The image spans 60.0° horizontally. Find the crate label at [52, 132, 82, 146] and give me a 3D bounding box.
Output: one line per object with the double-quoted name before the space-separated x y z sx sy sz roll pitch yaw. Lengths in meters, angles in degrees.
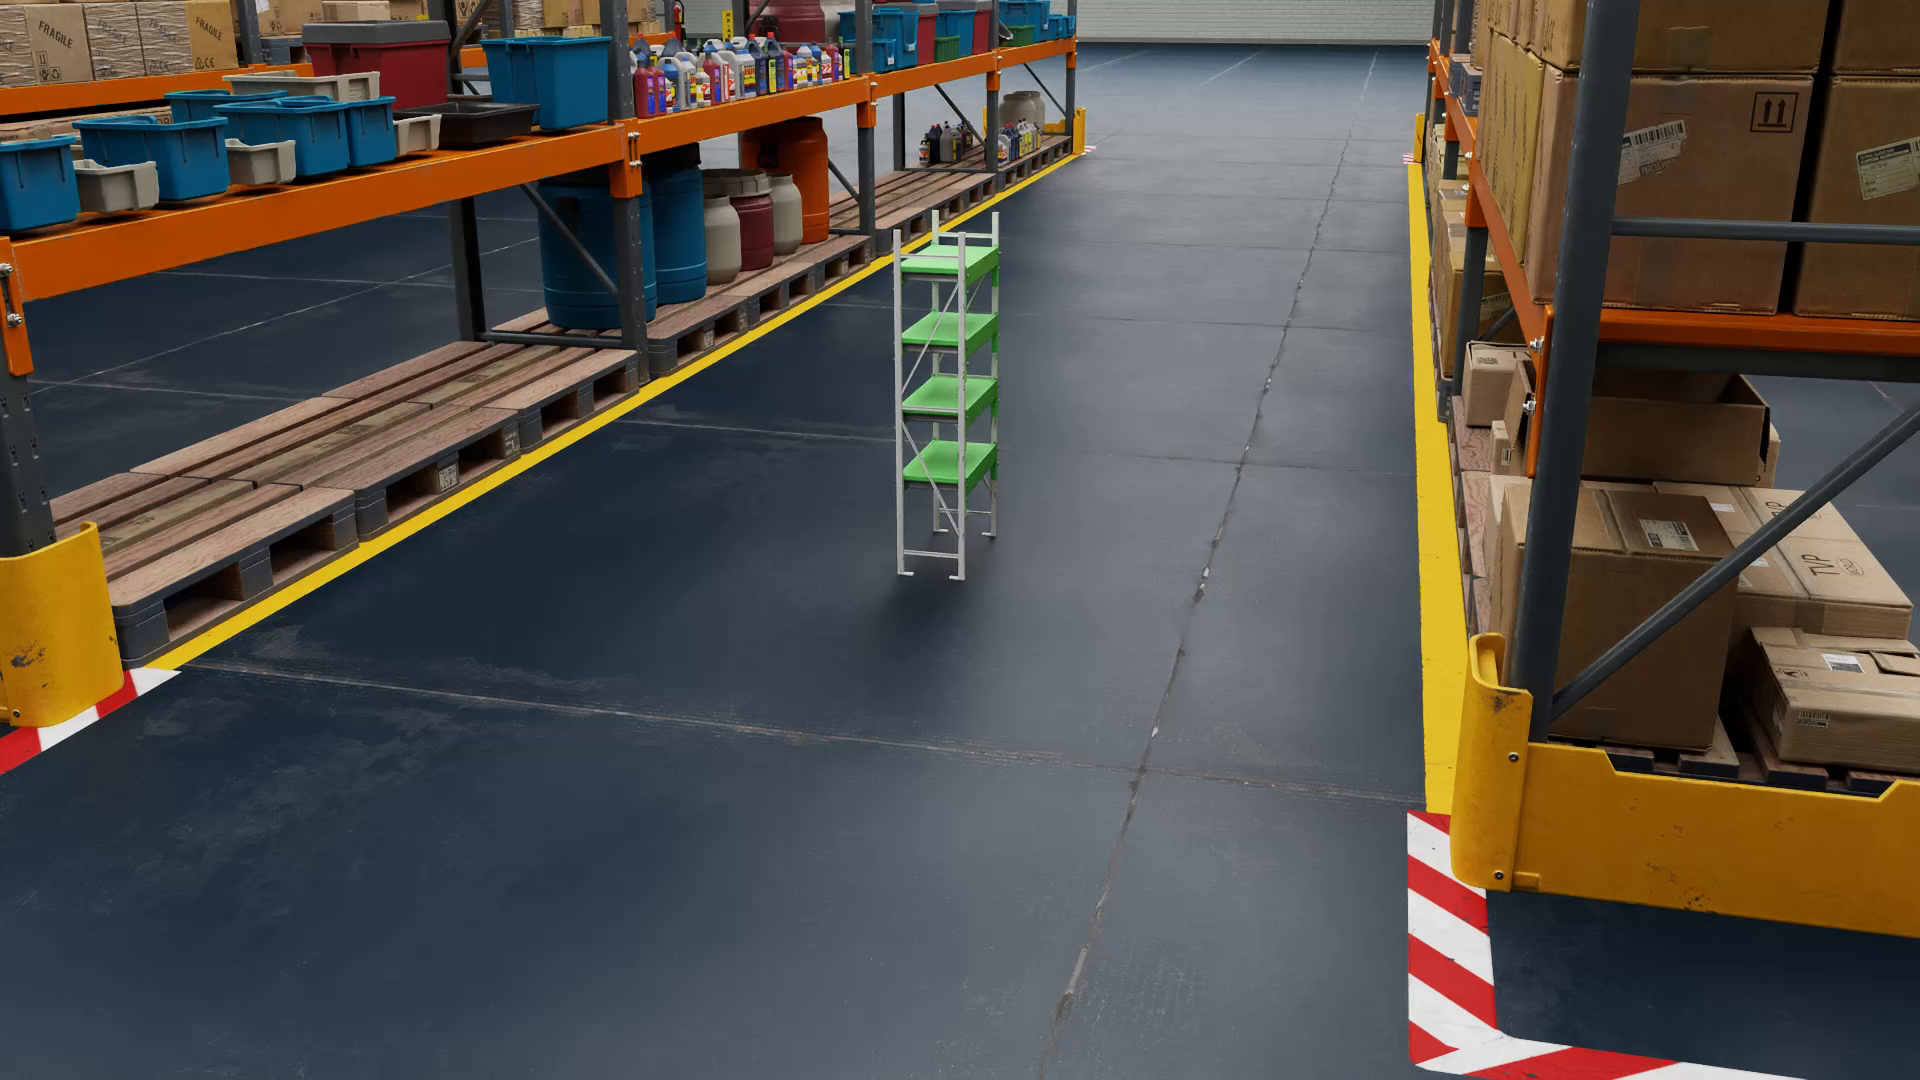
"crate label" -2.918 -1.349 5.812 0.396 0.136 0.243 5 19 13

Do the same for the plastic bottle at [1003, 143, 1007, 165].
"plastic bottle" 0.414 -3.771 16.236 0.097 0.201 0.097 0 19 0

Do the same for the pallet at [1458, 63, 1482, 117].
"pallet" 3.216 -2.411 8.903 1.003 0.211 1.213 5 19 13

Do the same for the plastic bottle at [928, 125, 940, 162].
"plastic bottle" -0.261 -3.937 16.492 0.144 0.351 0.185 4 19 12

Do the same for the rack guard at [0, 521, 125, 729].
"rack guard" -3.064 0.195 4.844 1.175 0.500 0.348 5 19 13

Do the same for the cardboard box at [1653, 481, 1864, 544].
"cardboard box" 2.384 0.027 5.041 0.500 0.250 0.500 5 19 13

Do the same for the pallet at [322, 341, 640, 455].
"pallet" -2.235 -0.697 7.903 1.003 0.211 1.213 5 19 13

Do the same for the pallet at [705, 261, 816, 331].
"pallet" -1.568 -1.553 10.408 1.003 0.211 1.213 5 19 13

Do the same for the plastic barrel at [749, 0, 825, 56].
"plastic barrel" -1.296 -3.738 12.280 0.600 0.536 0.708 5 19 13

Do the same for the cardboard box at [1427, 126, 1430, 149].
"cardboard box" 5.176 -4.209 17.475 0.500 0.250 0.500 5 19 13

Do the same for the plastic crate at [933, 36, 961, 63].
"plastic crate" -0.290 -4.090 13.848 0.450 0.188 0.662 5 19 13

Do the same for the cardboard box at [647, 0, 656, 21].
"cardboard box" -4.125 -6.421 19.730 0.875 0.500 0.500 5 19 13

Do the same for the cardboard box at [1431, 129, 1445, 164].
"cardboard box" 4.194 -3.262 13.834 0.500 0.311 0.500 4 19 13

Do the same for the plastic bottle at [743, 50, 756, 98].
"plastic bottle" -1.249 -2.732 9.745 0.097 0.271 0.097 0 19 0

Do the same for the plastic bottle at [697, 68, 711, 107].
"plastic bottle" -1.419 -2.481 9.119 0.097 0.201 0.097 0 19 0

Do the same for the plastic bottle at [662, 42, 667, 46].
"plastic bottle" -1.862 -2.980 10.453 0.061 0.283 0.133 5 19 13

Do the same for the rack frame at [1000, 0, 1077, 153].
"rack frame" 0.839 -6.012 19.147 1.000 3.000 0.127 5 19 13

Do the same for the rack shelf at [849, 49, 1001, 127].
"rack shelf" -0.627 -3.791 13.758 1.077 0.370 4.000 5 19 13

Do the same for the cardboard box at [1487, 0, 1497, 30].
"cardboard box" 2.196 -2.091 5.968 0.500 0.500 0.500 4 19 12

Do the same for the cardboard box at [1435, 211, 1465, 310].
"cardboard box" 2.926 -1.532 9.218 0.500 0.500 0.500 4 19 12

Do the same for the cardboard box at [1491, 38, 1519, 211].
"cardboard box" 1.951 -1.290 5.170 0.500 0.500 0.500 4 19 13

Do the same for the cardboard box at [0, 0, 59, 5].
"cardboard box" -6.432 -3.775 10.892 0.797 0.503 0.637 5 20 15

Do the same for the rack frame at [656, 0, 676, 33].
"rack frame" -3.964 -6.403 20.293 1.000 3.000 0.127 5 19 13

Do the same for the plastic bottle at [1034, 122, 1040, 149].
"plastic bottle" 0.804 -4.286 17.617 0.061 0.283 0.133 5 20 15

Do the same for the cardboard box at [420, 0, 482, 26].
"cardboard box" -5.271 -5.394 15.761 1.000 1.000 1.000 5 19 14

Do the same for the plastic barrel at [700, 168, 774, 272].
"plastic barrel" -1.495 -2.053 10.639 0.600 0.588 0.708 5 19 13

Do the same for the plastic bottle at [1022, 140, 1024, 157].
"plastic bottle" 0.599 -4.008 16.930 0.097 0.201 0.097 0 19 0

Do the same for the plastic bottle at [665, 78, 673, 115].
"plastic bottle" -1.547 -2.317 8.638 0.097 0.201 0.097 0 19 0

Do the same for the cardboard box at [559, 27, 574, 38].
"cardboard box" -4.336 -5.386 17.704 0.380 0.149 0.250 5 19 13

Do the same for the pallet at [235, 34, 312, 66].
"pallet" -5.848 -4.036 13.661 1.213 0.211 1.003 5 19 13

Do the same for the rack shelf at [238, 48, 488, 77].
"rack shelf" -5.430 -4.182 14.903 1.077 0.370 4.000 5 19 13

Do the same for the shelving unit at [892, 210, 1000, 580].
"shelving unit" -0.040 -0.516 5.842 0.258 1.200 0.503 5 19 13

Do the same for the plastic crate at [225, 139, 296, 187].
"plastic crate" -2.367 -1.258 5.546 0.250 0.136 0.298 5 19 13

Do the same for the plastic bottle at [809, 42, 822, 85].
"plastic bottle" -0.951 -3.115 10.865 0.097 0.271 0.097 0 19 0

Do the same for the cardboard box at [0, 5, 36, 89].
"cardboard box" -6.297 -3.128 10.550 0.500 0.500 0.500 4 19 12

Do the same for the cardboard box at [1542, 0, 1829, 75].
"cardboard box" 1.574 -1.286 3.611 0.500 0.500 0.500 4 19 13

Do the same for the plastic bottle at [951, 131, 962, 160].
"plastic bottle" -0.064 -3.958 16.669 0.152 0.276 0.135 5 19 13

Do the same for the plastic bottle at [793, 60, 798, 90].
"plastic bottle" -1.070 -2.929 10.430 0.097 0.201 0.097 0 19 0

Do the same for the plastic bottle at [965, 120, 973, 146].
"plastic bottle" 0.094 -4.385 17.926 0.097 0.271 0.097 0 19 0

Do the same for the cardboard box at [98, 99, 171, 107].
"cardboard box" -6.108 -2.874 12.599 1.225 0.875 0.875 4 19 11

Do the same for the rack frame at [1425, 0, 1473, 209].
"rack frame" 4.664 -4.366 14.328 1.000 3.000 0.127 5 19 13

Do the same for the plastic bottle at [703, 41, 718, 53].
"plastic bottle" -1.644 -3.149 10.966 0.097 0.271 0.097 0 19 0

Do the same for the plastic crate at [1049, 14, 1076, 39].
"plastic crate" 1.007 -5.761 18.643 0.499 0.251 0.616 5 19 13

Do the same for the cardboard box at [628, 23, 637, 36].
"cardboard box" -3.982 -5.940 19.328 0.380 0.149 0.250 5 19 13

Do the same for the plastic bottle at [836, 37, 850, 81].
"plastic bottle" -0.801 -3.289 11.355 0.061 0.283 0.133 5 19 13

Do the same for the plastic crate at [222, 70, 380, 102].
"plastic crate" -2.645 -1.759 6.787 0.437 0.282 0.530 5 19 13

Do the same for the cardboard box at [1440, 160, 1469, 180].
"cardboard box" 3.576 -2.458 11.481 0.500 0.311 0.500 5 20 15

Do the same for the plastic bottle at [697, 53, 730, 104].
"plastic bottle" -1.384 -2.597 9.342 0.152 0.276 0.135 5 19 13

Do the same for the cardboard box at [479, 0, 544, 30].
"cardboard box" -4.772 -5.473 16.956 0.875 0.500 0.500 5 19 13

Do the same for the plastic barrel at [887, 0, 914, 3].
"plastic barrel" -0.585 -4.540 14.628 0.433 0.535 0.433 0 19 0

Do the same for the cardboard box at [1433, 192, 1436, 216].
"cardboard box" 3.827 -2.513 12.508 0.500 0.250 0.500 5 20 15

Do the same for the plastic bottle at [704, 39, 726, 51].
"plastic bottle" -1.648 -3.190 11.079 0.152 0.276 0.135 5 19 13

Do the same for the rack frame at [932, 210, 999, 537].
"rack frame" 0.019 -0.592 6.066 0.240 1.200 0.015 5 19 13

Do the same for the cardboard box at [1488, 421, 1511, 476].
"cardboard box" 2.195 -0.339 6.243 0.380 0.166 0.250 5 19 13

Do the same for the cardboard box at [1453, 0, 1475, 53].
"cardboard box" 4.766 -4.553 14.721 0.700 0.500 0.500 4 19 12
